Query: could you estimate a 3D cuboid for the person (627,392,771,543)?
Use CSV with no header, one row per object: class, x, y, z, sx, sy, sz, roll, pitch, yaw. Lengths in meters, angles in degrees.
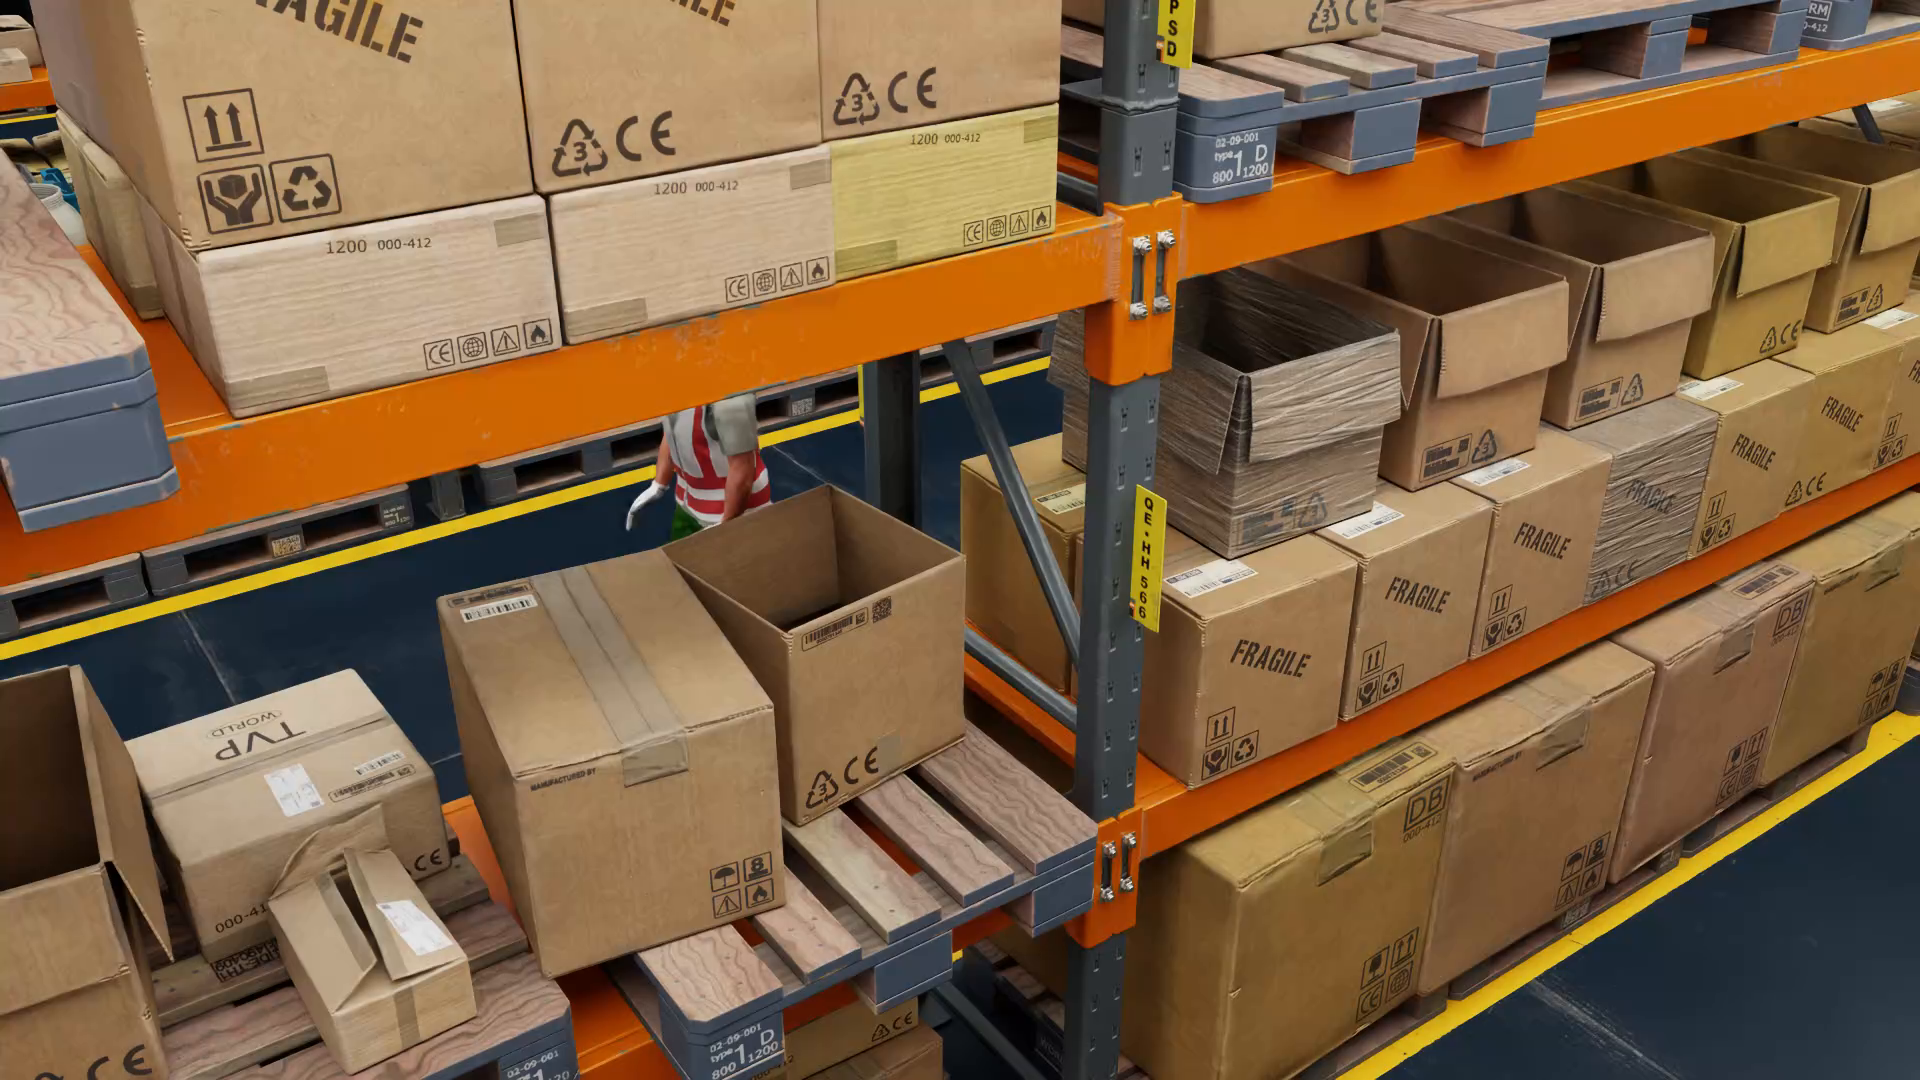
person,-0.964,-0.061,6.269,0.472,1.850,0.546,-19,34,-31
